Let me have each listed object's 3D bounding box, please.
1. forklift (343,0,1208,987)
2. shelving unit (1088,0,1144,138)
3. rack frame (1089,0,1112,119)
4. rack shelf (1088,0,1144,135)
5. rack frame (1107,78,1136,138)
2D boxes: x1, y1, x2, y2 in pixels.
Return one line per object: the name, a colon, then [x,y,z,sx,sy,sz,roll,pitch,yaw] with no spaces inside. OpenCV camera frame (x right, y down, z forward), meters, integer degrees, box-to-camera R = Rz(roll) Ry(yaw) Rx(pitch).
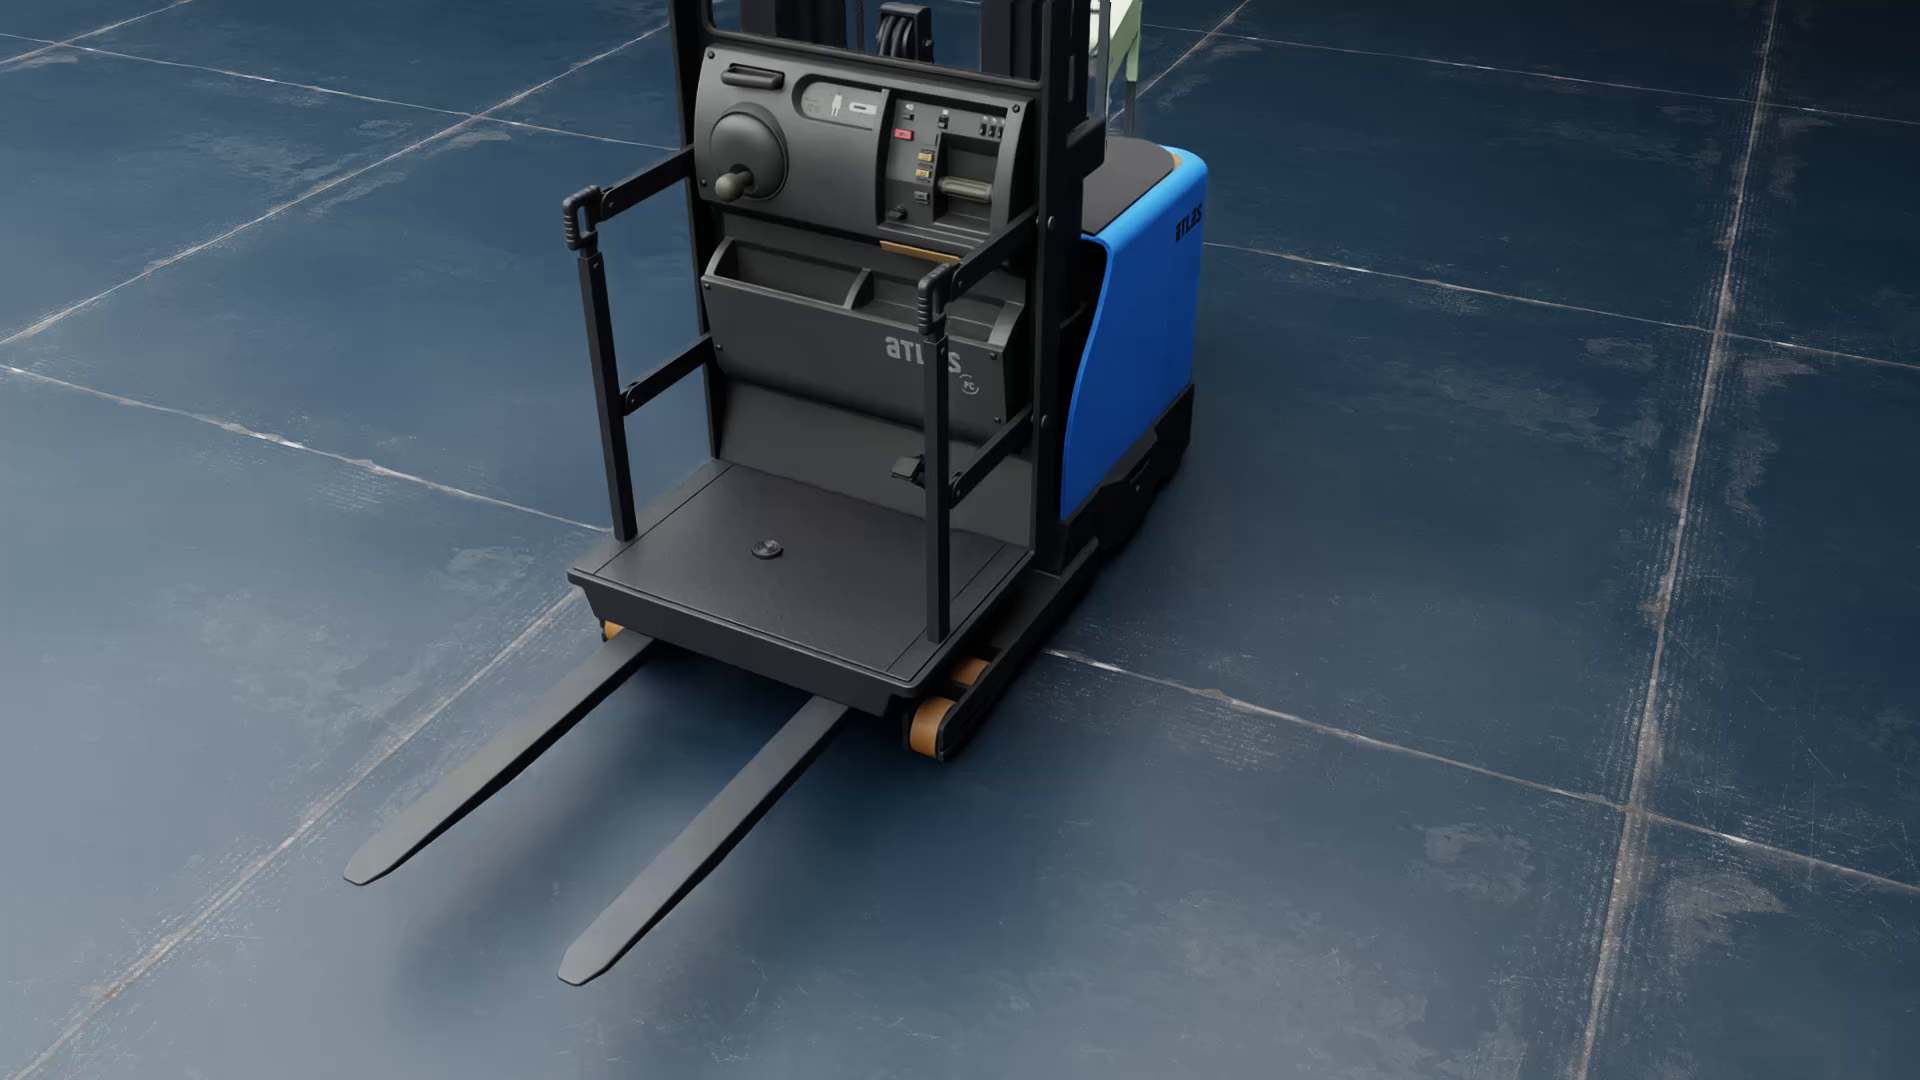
forklift: [-0.365,-0.934,4.002,1.130,2.935,3.031,16,37,23]
shelving unit: [0.363,-1.340,5.926,0.431,1.500,0.755,7,34,11]
rack frame: [0.279,-1.145,5.628,0.400,1.500,0.023,7,34,11]
rack shelf: [0.363,-1.666,5.712,0.431,0.370,0.720,7,34,11]
rack frame: [0.448,-1.535,6.224,0.400,1.500,0.023,7,34,11]
